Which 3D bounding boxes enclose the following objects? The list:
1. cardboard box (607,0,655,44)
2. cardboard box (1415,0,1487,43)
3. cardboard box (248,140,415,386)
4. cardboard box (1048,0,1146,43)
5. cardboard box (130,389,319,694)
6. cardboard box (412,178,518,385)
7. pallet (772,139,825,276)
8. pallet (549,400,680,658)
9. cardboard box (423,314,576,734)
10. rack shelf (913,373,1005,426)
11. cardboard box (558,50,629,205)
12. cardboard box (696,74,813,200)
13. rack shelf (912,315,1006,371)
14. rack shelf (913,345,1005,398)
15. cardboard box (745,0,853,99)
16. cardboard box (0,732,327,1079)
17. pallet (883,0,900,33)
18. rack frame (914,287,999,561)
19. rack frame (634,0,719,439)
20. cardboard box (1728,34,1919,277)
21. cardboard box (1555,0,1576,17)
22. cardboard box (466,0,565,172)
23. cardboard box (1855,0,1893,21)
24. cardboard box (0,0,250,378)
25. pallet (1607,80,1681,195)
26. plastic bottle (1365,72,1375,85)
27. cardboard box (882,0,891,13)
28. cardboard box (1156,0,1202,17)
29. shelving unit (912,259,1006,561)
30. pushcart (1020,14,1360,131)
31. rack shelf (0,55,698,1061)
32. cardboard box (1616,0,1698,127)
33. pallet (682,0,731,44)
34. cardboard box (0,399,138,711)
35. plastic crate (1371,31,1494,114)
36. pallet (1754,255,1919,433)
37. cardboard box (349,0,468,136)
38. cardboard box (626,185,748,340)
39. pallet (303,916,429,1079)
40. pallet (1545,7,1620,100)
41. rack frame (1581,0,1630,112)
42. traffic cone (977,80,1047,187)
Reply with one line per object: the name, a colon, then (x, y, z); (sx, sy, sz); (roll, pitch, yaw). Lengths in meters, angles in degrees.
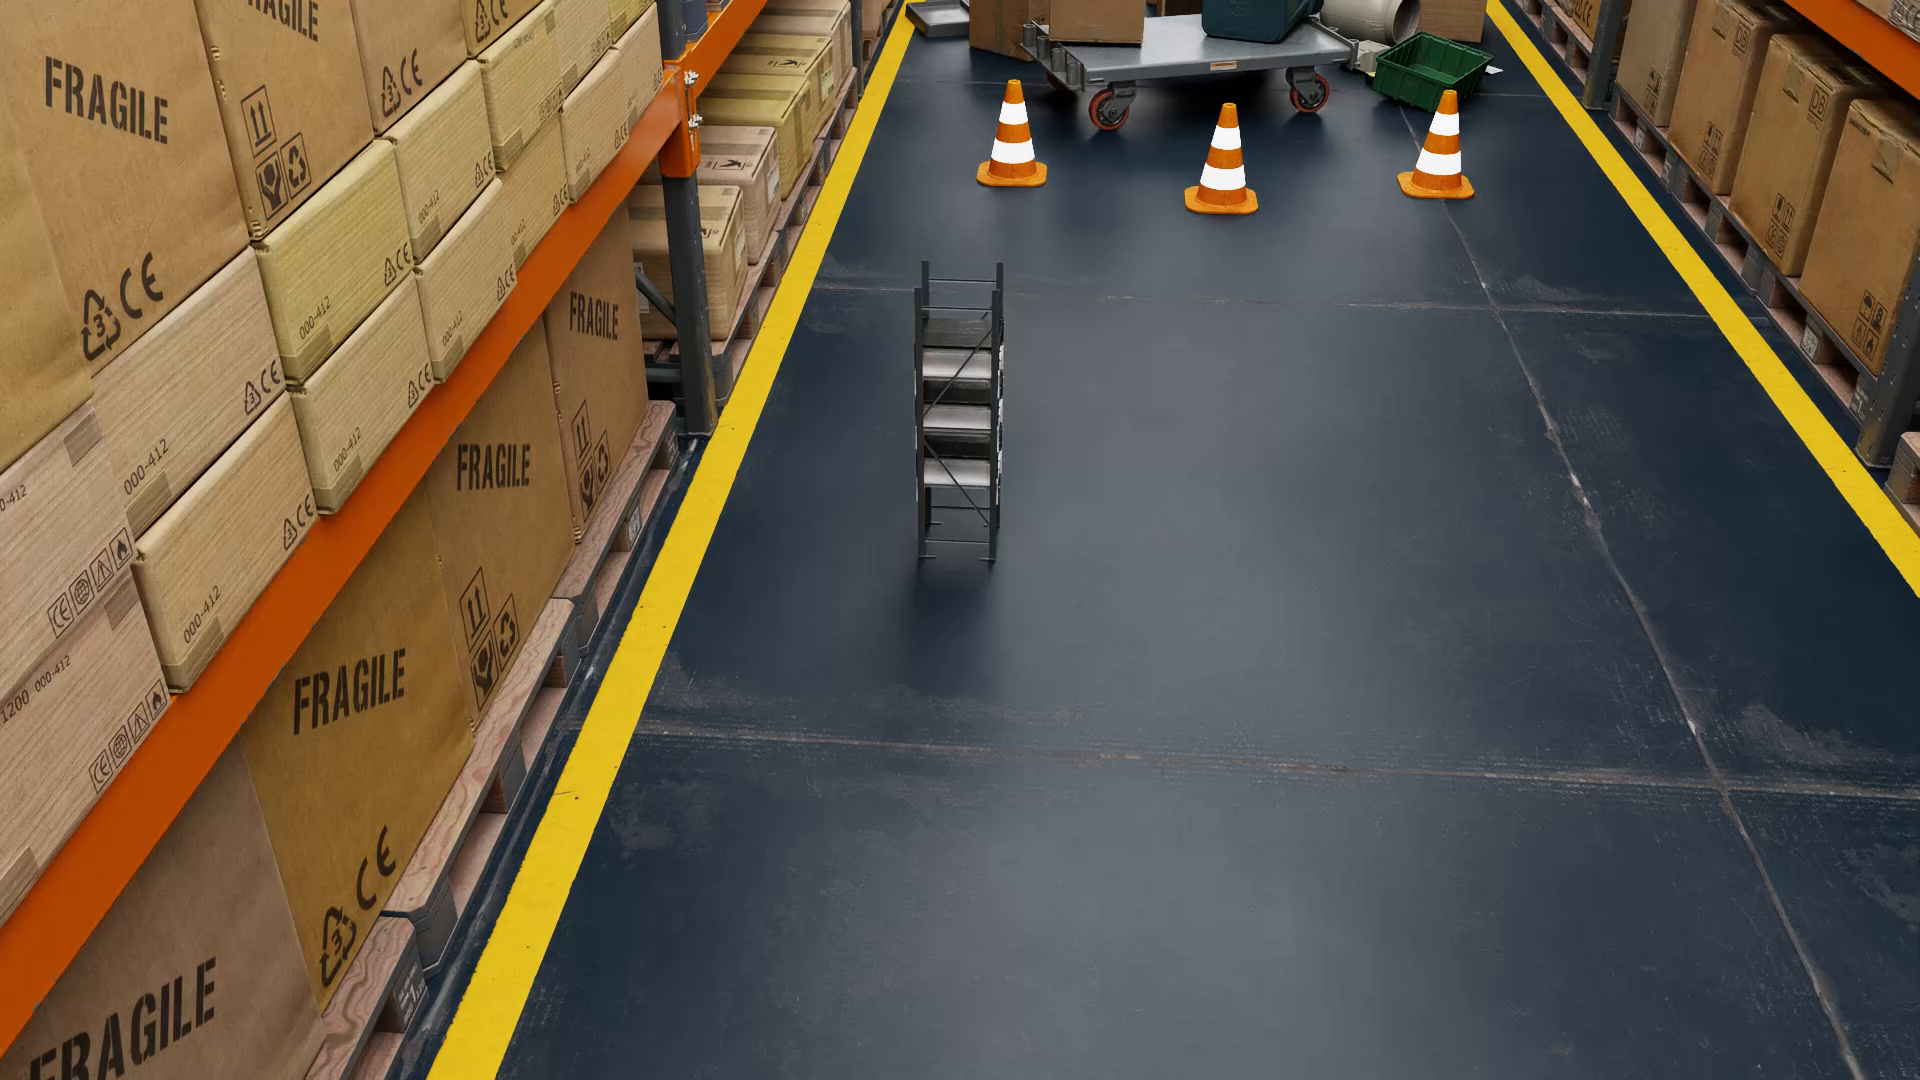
cardboard box: (-1.151, -1.569, 4.603); (0.500, 0.250, 0.500); (2, 32, 4)
cardboard box: (3.006, -3.409, 10.303); (0.500, 0.500, 0.500); (8, 32, 12)
cardboard box: (-1.291, -0.496, 2.862); (0.500, 0.250, 0.500); (3, 32, 5)
cardboard box: (0.738, -2.973, 8.877); (0.500, 0.500, 0.500); (2, 32, 4)
cardboard box: (-1.351, -0.018, 2.563); (0.500, 0.250, 0.500); (2, 32, 3)
cardboard box: (-1.243, -0.546, 3.420); (0.500, 0.250, 0.500); (2, 32, 3)
pallet: (-1.198, -1.542, 7.550); (1.003, 0.211, 1.213); (2, 32, 4)
pallet: (-1.504, -0.088, 5.191); (1.003, 0.211, 1.213); (2, 32, 4)
cardboard box: (-1.580, -0.134, 4.234); (0.875, 0.875, 0.875); (3, 32, 5)
rack shelf: (-0.001, -0.427, 4.977); (0.258, 0.077, 0.200); (2, 32, 4)
cardboard box: (-1.173, -1.077, 4.281); (0.500, 0.250, 0.500); (3, 32, 5)
cardboard box: (-1.189, -1.822, 7.451); (0.950, 0.372, 0.625); (3, 32, 6)
rack shelf: (-0.001, -0.580, 4.883); (0.258, 0.077, 0.200); (2, 32, 4)
rack shelf: (-0.001, -0.504, 4.930); (0.258, 0.077, 0.200); (2, 32, 4)
cardboard box: (-1.079, -2.561, 8.651); (0.950, 0.372, 0.625); (3, 32, 5)
cardboard box: (-1.720, 0.806, 2.708); (0.875, 0.875, 0.875); (3, 32, 6)
pallet: (-0.923, -3.581, 10.859); (1.003, 0.211, 1.213); (2, 32, 4)
rack frame: (-0.009, -0.326, 4.921); (0.240, 0.900, 0.006); (2, 32, 4)
rack frame: (-1.365, -1.684, 5.123); (1.000, 3.000, 0.127); (2, 32, 4)
cardboard box: (3.784, -1.518, 6.599); (1.050, 0.750, 0.750); (3, 32, 5)
cardboard box: (4.093, -3.689, 10.001); (0.875, 0.875, 0.875); (3, 32, 4)
cardboard box: (-1.210, -1.032, 3.732); (0.500, 0.250, 0.500); (2, 32, 3)
cardboard box: (3.388, -2.076, 5.664); (0.500, 0.500, 0.500); (2, 32, 4)
cardboard box: (-1.354, -0.546, 2.228); (0.500, 0.500, 0.500); (2, 32, 4)
pallet: (3.915, -2.023, 8.332); (1.003, 0.211, 1.213); (2, 32, 4)
plastic bottle: (2.421, -2.575, 9.370); (0.133, 0.061, 0.283); (-14, 34, -21)
cardboard box: (-0.690, -3.360, 10.064); (0.500, 0.250, 0.500); (4, 32, 7)
cardboard box: (1.599, -3.346, 10.071); (0.797, 0.637, 0.503); (2, 32, 4)
shelving unit: (-0.001, -0.379, 5.007); (0.258, 0.900, 0.210); (2, 32, 4)
pushcart: (1.238, -2.588, 9.090); (1.648, 0.377, 0.936); (-8, 33, -13)
rack shelf: (-1.527, -0.332, 3.615); (1.077, 0.370, 4.000); (2, 32, 4)
cardboard box: (3.942, -2.510, 8.207); (1.050, 0.750, 0.750); (2, 32, 4)
pallet: (-1.413, -1.979, 5.786); (1.213, 0.211, 1.003); (2, 32, 4)
cardboard box: (-1.373, 0.041, 1.991); (0.500, 0.250, 0.500); (2, 32, 3)
plastic crate: (2.611, -2.591, 9.221); (0.450, 0.188, 0.662); (29, 41, 23)
pallet: (3.717, -0.747, 6.261); (1.003, 0.211, 1.213); (2, 32, 4)
cardboard box: (-1.275, -1.078, 3.092); (0.500, 0.500, 0.500); (2, 32, 3)
cardboard box: (-1.309, -1.039, 6.181); (0.950, 0.372, 0.625); (0, 32, 1)
pallet: (-1.703, 1.188, 3.121); (1.003, 0.211, 1.213); (2, 32, 4)
pallet: (4.043, -2.824, 9.631); (1.003, 0.211, 1.213); (2, 32, 4)
rack frame: (3.903, -3.617, 8.260); (1.000, 3.000, 0.127); (2, 32, 4)
traffic cone: (0.255, -1.987, 8.034); (0.336, 0.463, 0.334); (2, 32, 4)
